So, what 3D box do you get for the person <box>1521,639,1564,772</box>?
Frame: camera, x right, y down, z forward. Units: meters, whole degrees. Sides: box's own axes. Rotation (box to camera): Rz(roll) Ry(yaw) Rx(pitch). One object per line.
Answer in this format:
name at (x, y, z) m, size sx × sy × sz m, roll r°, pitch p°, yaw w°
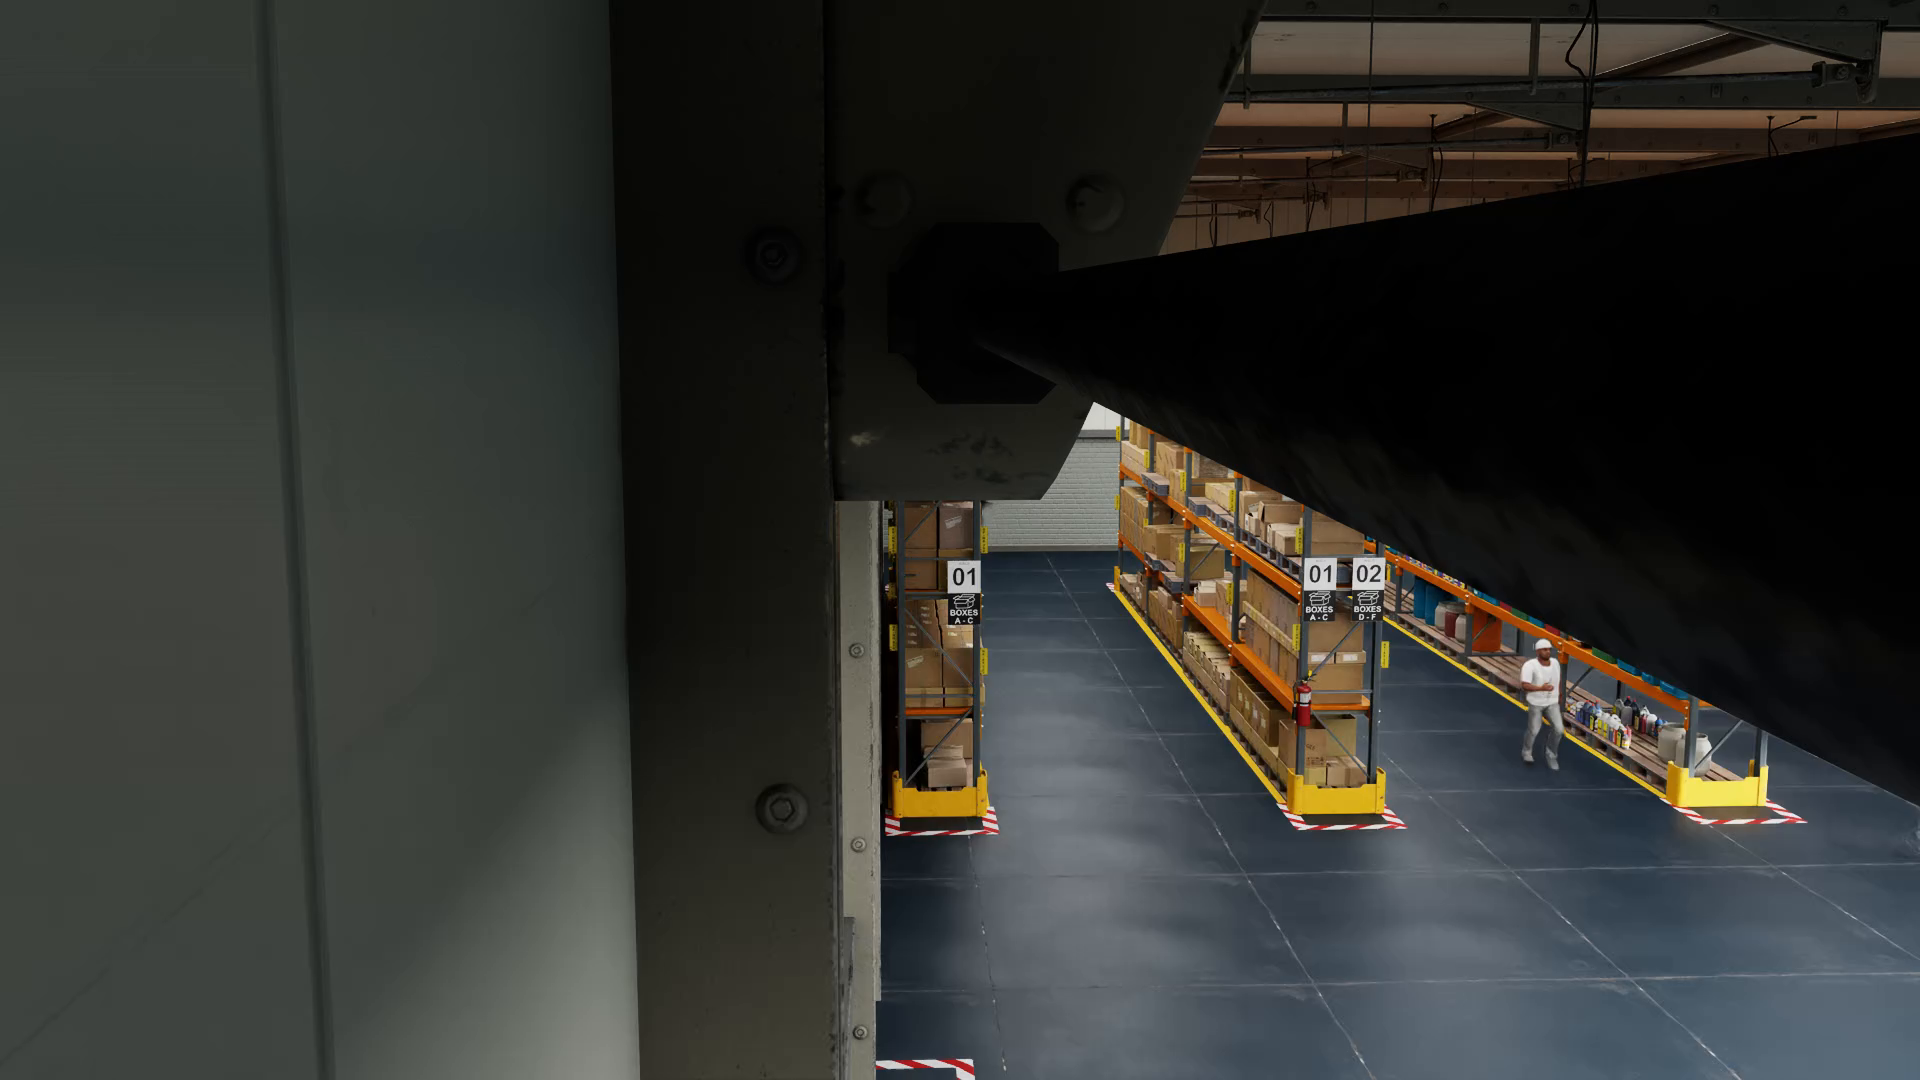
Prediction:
person at (7.903, 2.239, 22.510) m, size 0.684 × 1.816 × 0.731 m, roll -1°, pitch 8°, yaw -7°
